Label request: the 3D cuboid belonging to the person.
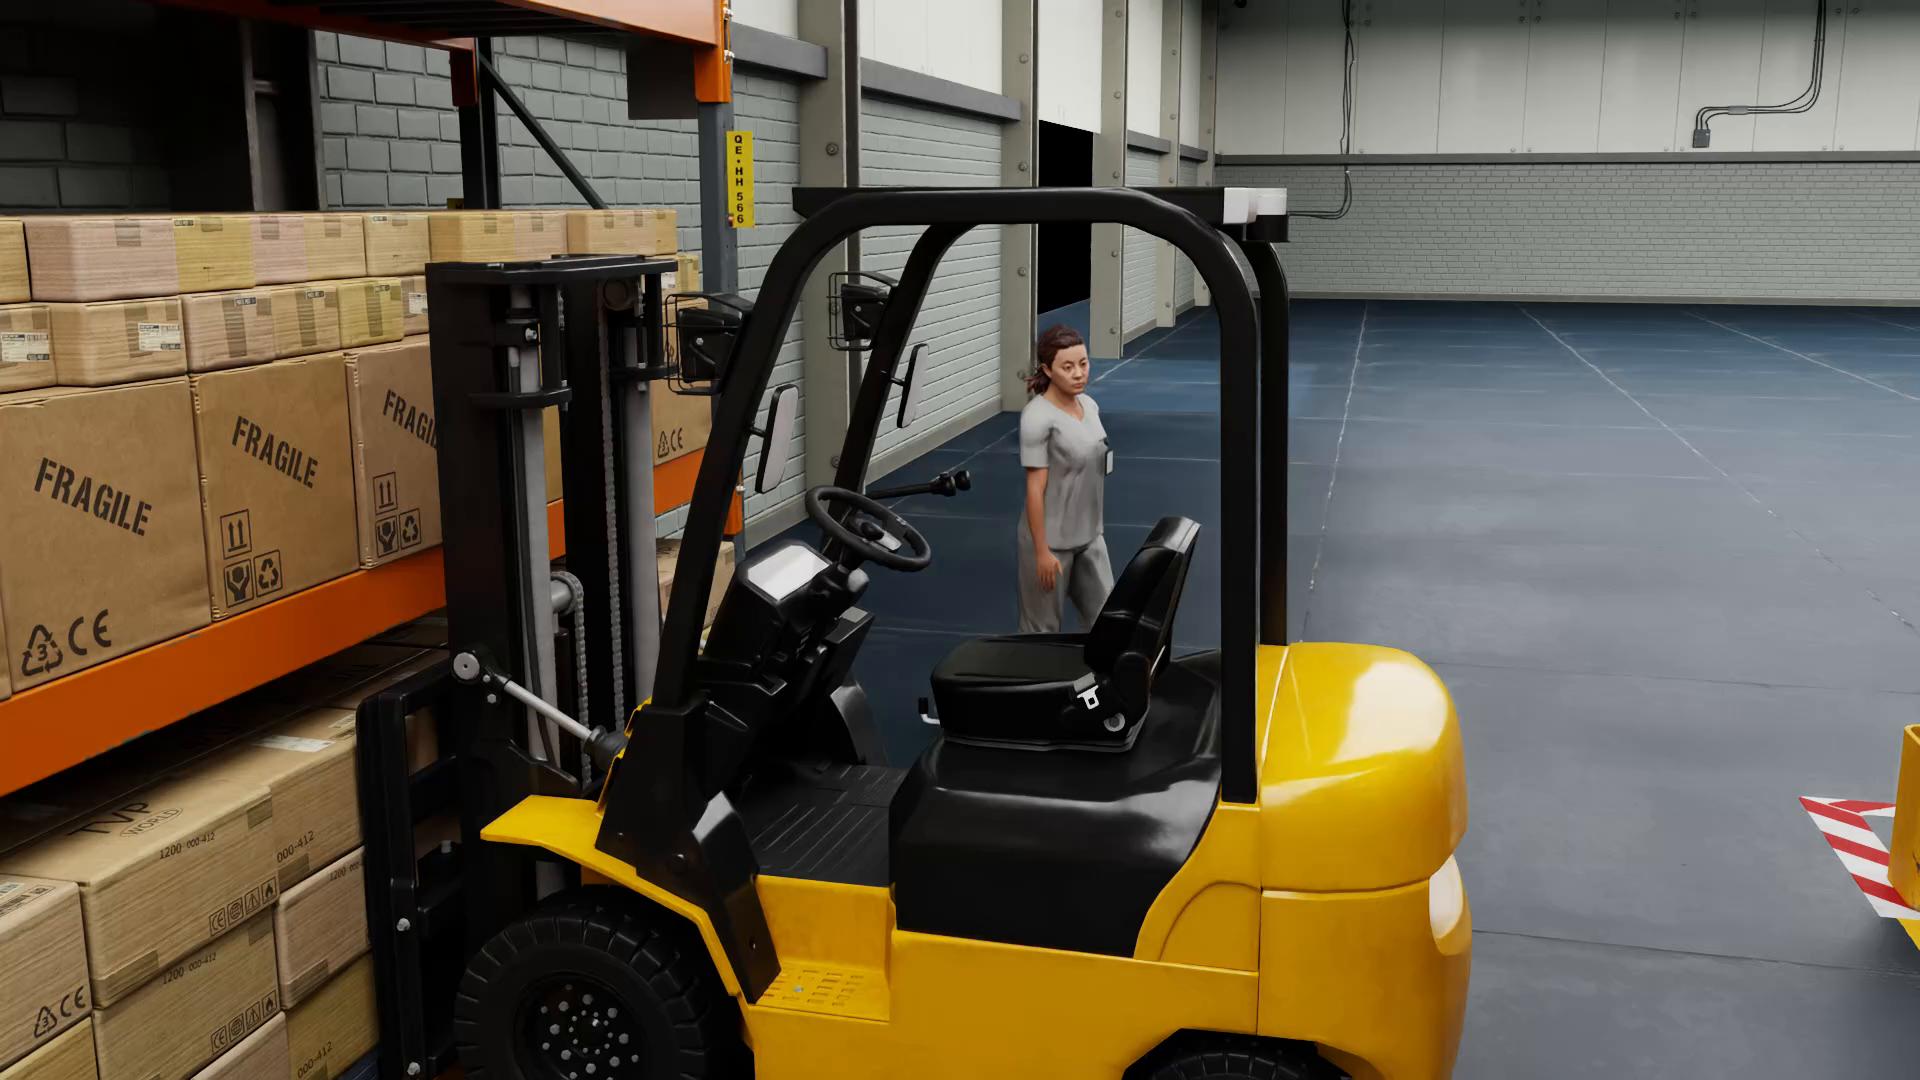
[{"bbox_3d":[0.426,0.022,6.363,0.530,1.699,0.557,11,16,42],"label":"person"}]
